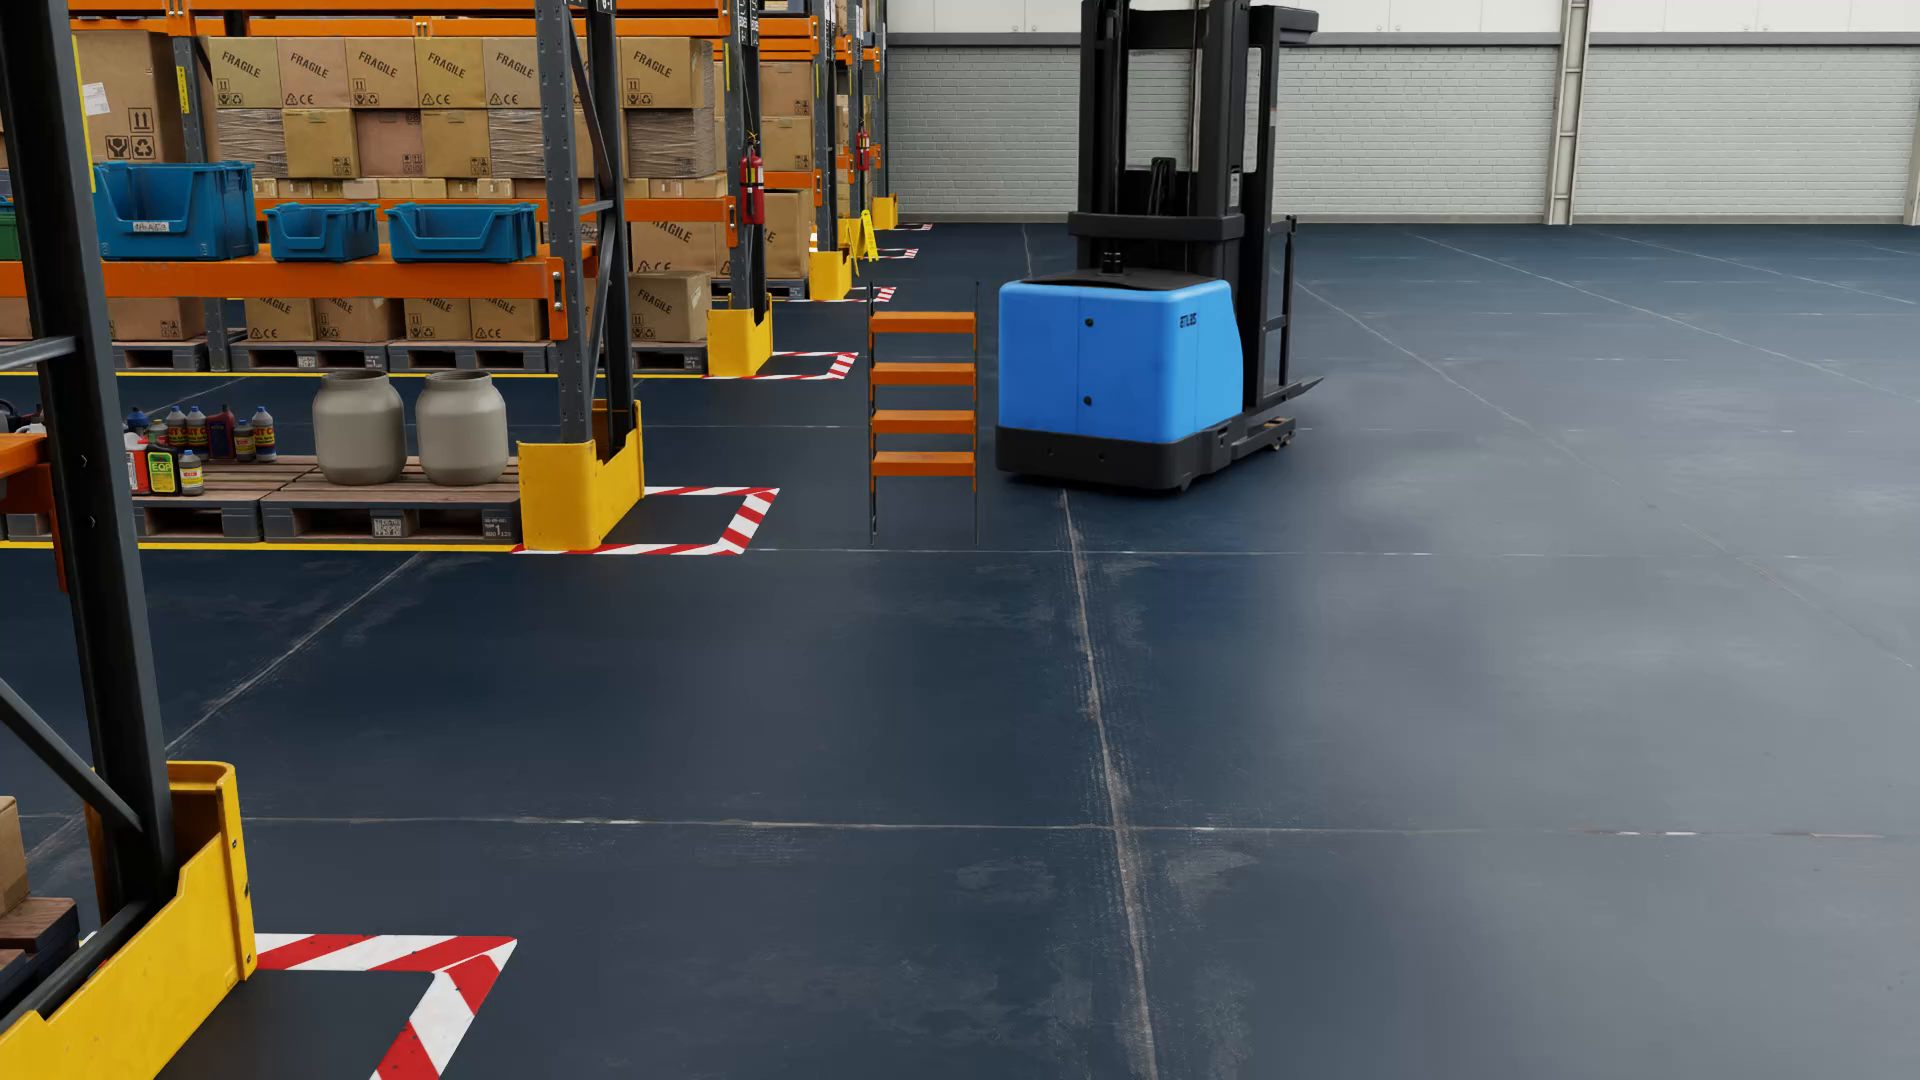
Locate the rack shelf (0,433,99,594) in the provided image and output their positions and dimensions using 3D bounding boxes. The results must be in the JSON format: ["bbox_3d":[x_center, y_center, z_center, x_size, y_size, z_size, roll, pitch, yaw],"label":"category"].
[{"bbox_3d":[-3.890,0.037,3.230,4.000,0.370,1.077,0,15,1],"label":"rack shelf"}]

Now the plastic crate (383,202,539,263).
[{"bbox_3d":[-2.269,-1.416,7.618,0.616,0.251,0.499,0,15,1],"label":"plastic crate"}]

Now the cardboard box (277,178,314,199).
[{"bbox_3d":[-4.925,-2.651,12.500,0.250,0.149,0.380,0,15,1],"label":"cardboard box"}]

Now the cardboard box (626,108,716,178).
[{"bbox_3d":[-2.183,-3.027,12.653,0.500,0.500,0.875,0,15,1],"label":"cardboard box"}]

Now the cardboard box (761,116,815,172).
[{"bbox_3d":[-1.779,-4.152,17.402,0.550,0.550,0.875,0,15,1],"label":"cardboard box"}]

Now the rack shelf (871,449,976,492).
[{"bbox_3d":[-0.165,-0.324,7.759,0.480,0.148,0.258,0,15,1],"label":"rack shelf"}]

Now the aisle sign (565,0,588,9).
[{"bbox_3d":[-1.696,-2.742,7.256,0.004,0.787,0.394,0,15,1],"label":"aisle sign"}]

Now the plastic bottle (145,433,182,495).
[{"bbox_3d":[-3.725,-0.356,7.774,0.133,0.283,0.061,1,15,3],"label":"plastic bottle"}]

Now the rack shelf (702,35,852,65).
[{"bbox_3d":[-3.380,-6.467,22.001,4.000,0.370,1.077,0,15,1],"label":"rack shelf"}]

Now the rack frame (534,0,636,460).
[{"bbox_3d":[-1.761,-1.561,7.876,0.127,3.000,1.000,0,15,1],"label":"rack frame"}]

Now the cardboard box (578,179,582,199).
[{"bbox_3d":[-2.924,-2.660,12.534,0.250,0.149,0.380,0,15,1],"label":"cardboard box"}]

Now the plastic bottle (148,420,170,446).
[{"bbox_3d":[-4.107,-0.515,8.536,0.097,0.201,0.097,0,15,0],"label":"plastic bottle"}]

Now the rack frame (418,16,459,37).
[{"bbox_3d":[-5.405,-4.114,17.554,0.127,3.000,1.000,0,15,1],"label":"rack frame"}]

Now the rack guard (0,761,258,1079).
[{"bbox_3d":[-1.867,0.911,3.407,0.348,0.500,1.175,0,15,1],"label":"rack guard"}]

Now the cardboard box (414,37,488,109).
[{"bbox_3d":[-3.690,-3.451,12.302,0.500,0.500,0.500,0,15,1],"label":"cardboard box"}]

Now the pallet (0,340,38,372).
[{"bbox_3d":[-7.634,-1.514,13.164,1.213,0.211,1.003,0,15,1],"label":"pallet"}]

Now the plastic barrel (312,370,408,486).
[{"bbox_3d":[-2.922,-0.549,8.095,0.421,0.512,0.421,0,15,0],"label":"plastic barrel"}]

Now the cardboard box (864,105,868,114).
[{"bbox_3d":[-1.612,-6.910,26.683,0.250,0.149,0.380,1,15,2],"label":"cardboard box"}]

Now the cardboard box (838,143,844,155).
[{"bbox_3d":[-1.715,-5.285,22.483,0.250,0.149,0.380,0,15,2],"label":"cardboard box"}]

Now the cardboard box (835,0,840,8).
[{"bbox_3d":[-1.731,-7.120,21.996,0.250,0.149,0.380,0,15,1],"label":"cardboard box"}]

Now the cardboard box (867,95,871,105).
[{"bbox_3d":[-1.588,-7.180,27.122,0.250,0.149,0.380,0,15,0],"label":"cardboard box"}]

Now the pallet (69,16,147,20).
[{"bbox_3d":[-8.759,-5.509,17.330,1.003,0.211,1.213,1,15,4],"label":"pallet"}]

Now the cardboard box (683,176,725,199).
[{"bbox_3d":[-1.924,-2.652,12.503,0.250,0.149,0.380,0,15,1],"label":"cardboard box"}]

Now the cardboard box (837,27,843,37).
[{"bbox_3d":[-1.704,-6.765,22.214,0.250,0.149,0.380,0,15,1],"label":"cardboard box"}]

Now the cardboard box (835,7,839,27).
[{"bbox_3d":[-1.877,-6.944,22.111,0.500,0.250,0.500,0,15,0],"label":"cardboard box"}]

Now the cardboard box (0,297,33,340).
[{"bbox_3d":[-7.282,-1.875,13.105,0.500,0.500,0.700,-1,15,-3],"label":"cardboard box"}]

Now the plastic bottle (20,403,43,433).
[{"bbox_3d":[-4.752,-0.564,8.560,0.133,0.283,0.061,1,15,5],"label":"plastic bottle"}]

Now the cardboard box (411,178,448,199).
[{"bbox_3d":[-3.926,-2.644,12.474,0.250,0.149,0.380,0,15,1],"label":"cardboard box"}]

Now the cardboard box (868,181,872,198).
[{"bbox_3d":[-1.723,-5.788,27.487,0.500,0.250,0.500,1,15,2],"label":"cardboard box"}]

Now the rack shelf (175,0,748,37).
[{"bbox_3d":[-3.634,-3.940,12.422,4.000,0.370,1.077,0,15,1],"label":"rack shelf"}]

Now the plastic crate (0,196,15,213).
[{"bbox_3d":[-4.646,-1.577,8.229,0.616,0.251,0.499,0,15,1],"label":"plastic crate"}]

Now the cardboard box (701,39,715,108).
[{"bbox_3d":[-2.177,-3.573,12.763,0.500,0.500,0.500,0,15,1],"label":"cardboard box"}]

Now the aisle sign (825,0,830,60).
[{"bbox_3d":[-1.343,-5.268,16.832,0.004,0.787,0.394,0,15,1],"label":"aisle sign"}]

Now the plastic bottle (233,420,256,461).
[{"bbox_3d":[-3.669,-0.513,8.526,0.097,0.201,0.097,0,15,0],"label":"plastic bottle"}]

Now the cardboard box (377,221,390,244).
[{"bbox_3d":[-6.028,-3.211,17.716,0.750,0.750,1.050,0,15,1],"label":"cardboard box"}]

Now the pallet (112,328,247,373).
[{"bbox_3d":[-6.411,-1.506,13.136,1.213,0.211,1.003,0,15,1],"label":"pallet"}]

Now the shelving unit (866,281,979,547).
[{"bbox_3d":[-0.165,-0.581,7.691,0.503,1.200,0.258,0,15,1],"label":"shelving unit"}]

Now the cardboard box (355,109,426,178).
[{"bbox_3d":[-4.183,-3.034,12.680,0.500,0.500,0.875,0,15,1],"label":"cardboard box"}]

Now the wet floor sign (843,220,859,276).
[{"bbox_3d":[-1.327,-3.455,19.669,0.232,0.644,0.267,-2,15,-8],"label":"wet floor sign"}]

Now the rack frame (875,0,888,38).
[{"bbox_3d":[-1.258,-9.518,26.275,0.127,3.000,1.000,0,15,1],"label":"rack frame"}]

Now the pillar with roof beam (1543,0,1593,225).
[{"bbox_3d":[9.955,-8.576,22.706,0.400,9.000,9.100,0,15,1],"label":"pillar with roof beam"}]

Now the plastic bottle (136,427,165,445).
[{"bbox_3d":[-3.857,-0.396,7.924,0.133,0.283,0.061,0,15,1],"label":"plastic bottle"}]

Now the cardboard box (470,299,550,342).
[{"bbox_3d":[-3.482,-1.831,12.976,0.500,0.500,0.500,2,15,7],"label":"cardboard box"}]

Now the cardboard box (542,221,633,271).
[{"bbox_3d":[-3.877,-3.263,17.670,0.875,0.875,0.875,0,15,2],"label":"cardboard box"}]

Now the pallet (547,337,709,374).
[{"bbox_3d":[-2.521,-1.491,13.076,1.213,0.211,1.003,0,15,1],"label":"pallet"}]

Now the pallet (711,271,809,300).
[{"bbox_3d":[-2.208,-2.725,17.755,1.213,0.211,1.003,0,15,1],"label":"pallet"}]

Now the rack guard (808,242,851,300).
[{"bbox_3d":[-1.383,-2.879,17.774,0.348,0.500,1.175,0,15,1],"label":"rack guard"}]

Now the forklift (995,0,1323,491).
[{"bbox_3d":[1.369,-1.998,9.666,1.130,2.935,3.031,8,17,29],"label":"forklift"}]
